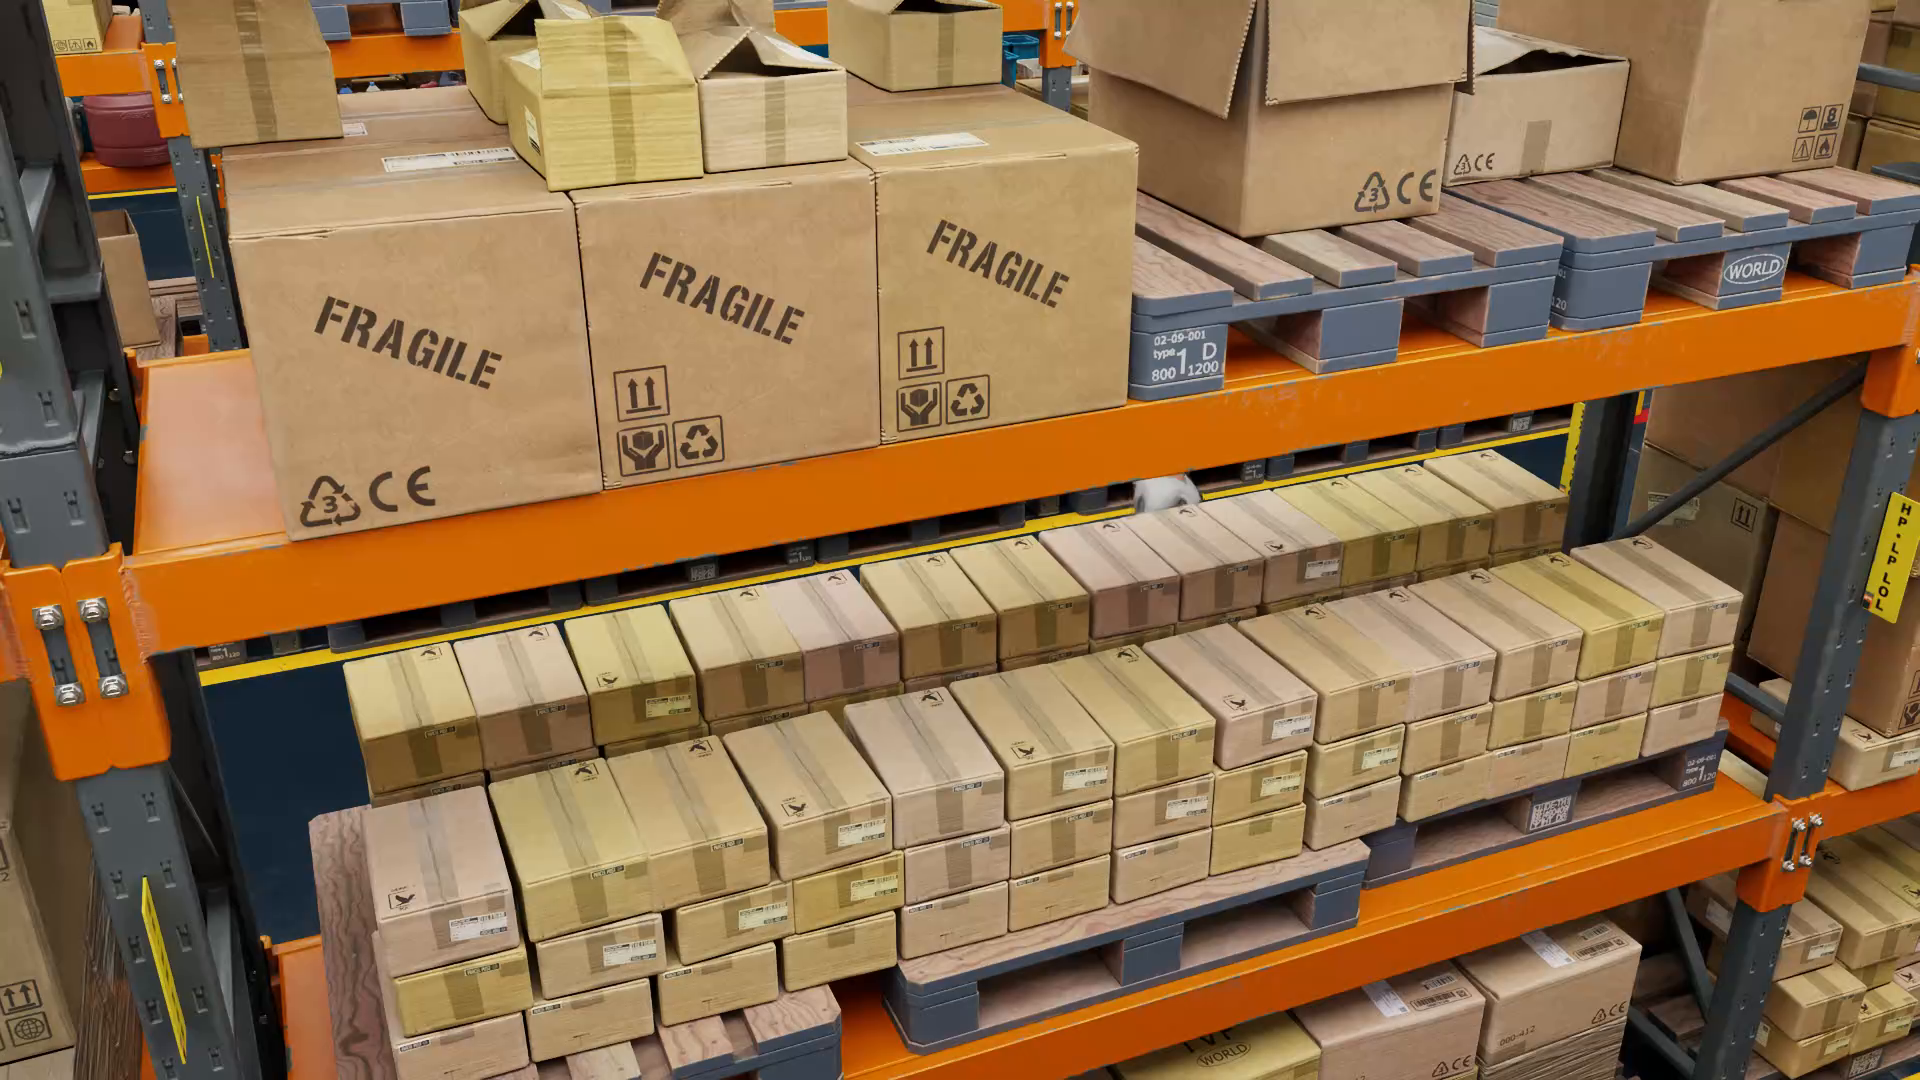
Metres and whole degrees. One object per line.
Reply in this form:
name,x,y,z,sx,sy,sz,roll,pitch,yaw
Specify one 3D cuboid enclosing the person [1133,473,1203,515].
person,0.727,0.243,6.577,0.440,1.667,0.631,3,26,7
